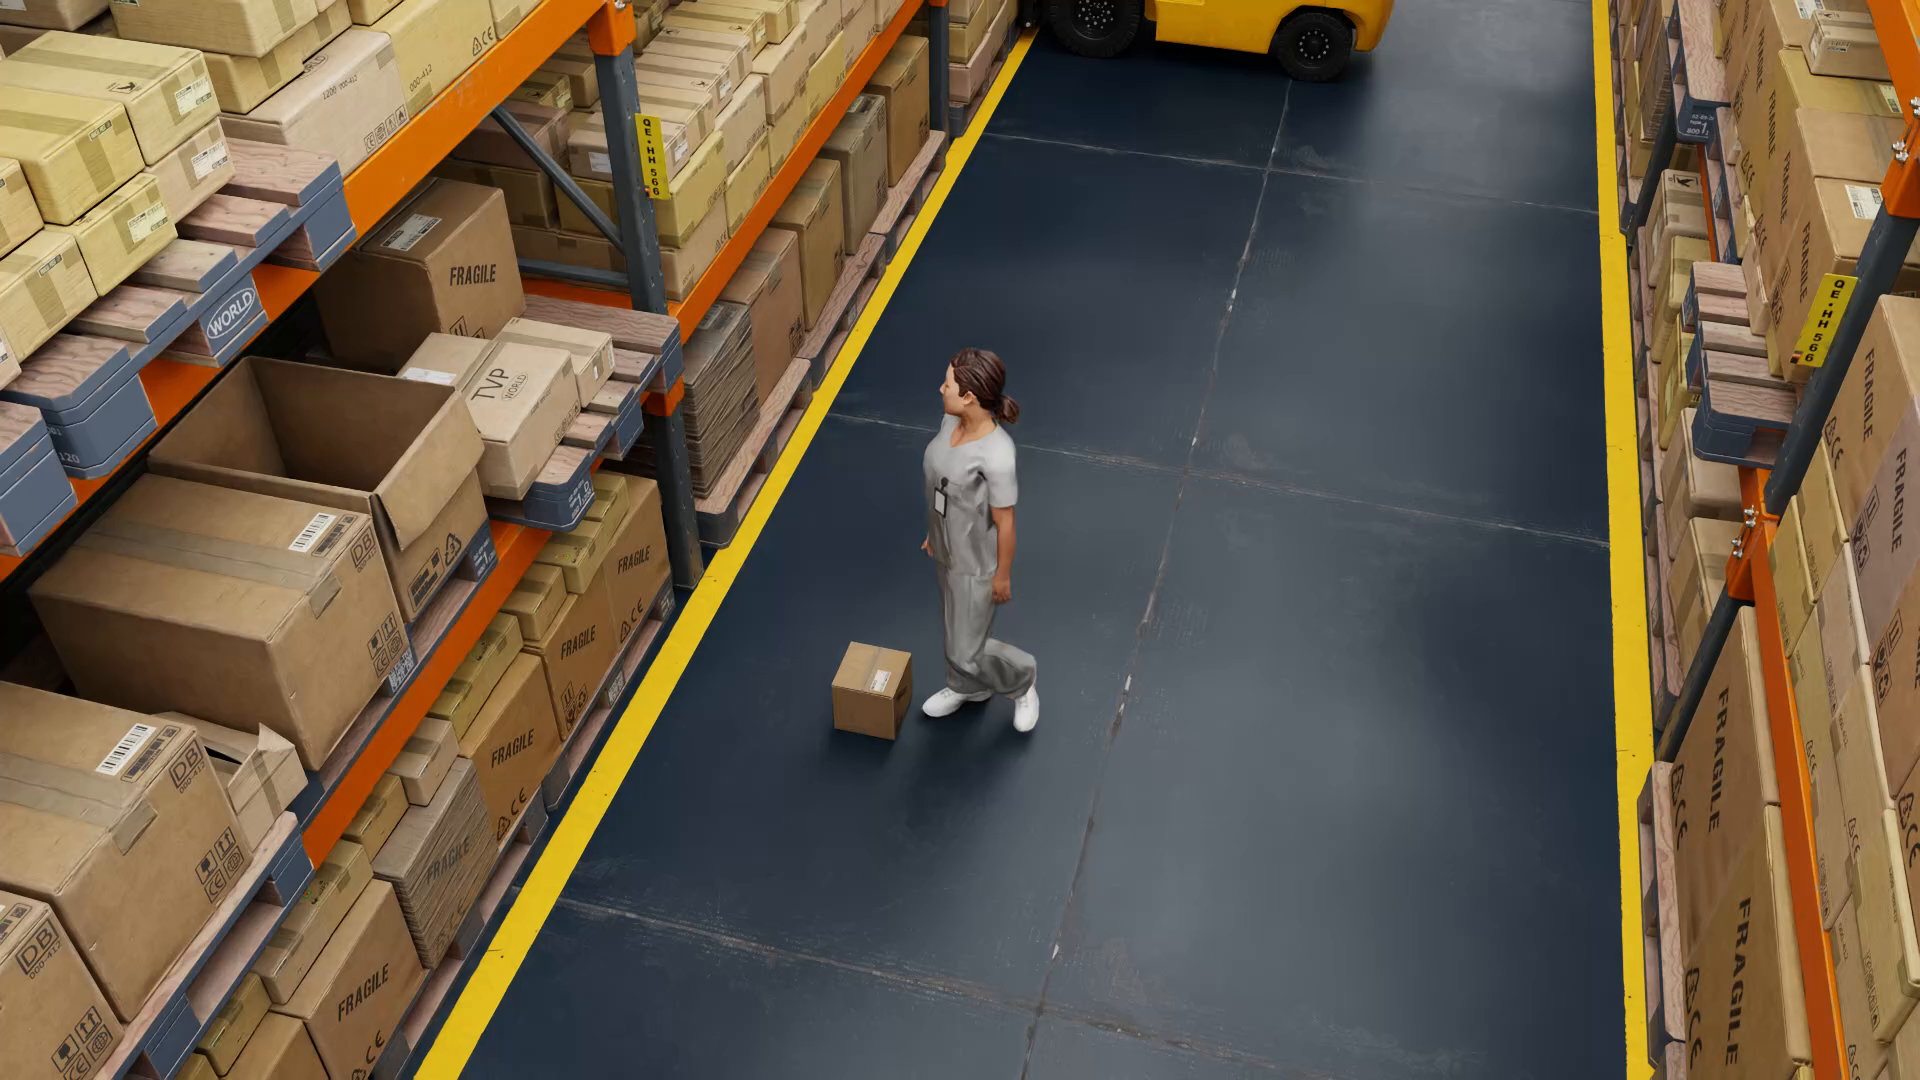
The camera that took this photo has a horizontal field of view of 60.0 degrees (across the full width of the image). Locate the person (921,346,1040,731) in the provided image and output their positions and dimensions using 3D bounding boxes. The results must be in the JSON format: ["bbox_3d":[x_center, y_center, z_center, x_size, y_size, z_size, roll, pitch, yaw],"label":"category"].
[{"bbox_3d":[0.081,0.046,6.095,0.445,1.666,0.504,-17,44,-19],"label":"person"}]
